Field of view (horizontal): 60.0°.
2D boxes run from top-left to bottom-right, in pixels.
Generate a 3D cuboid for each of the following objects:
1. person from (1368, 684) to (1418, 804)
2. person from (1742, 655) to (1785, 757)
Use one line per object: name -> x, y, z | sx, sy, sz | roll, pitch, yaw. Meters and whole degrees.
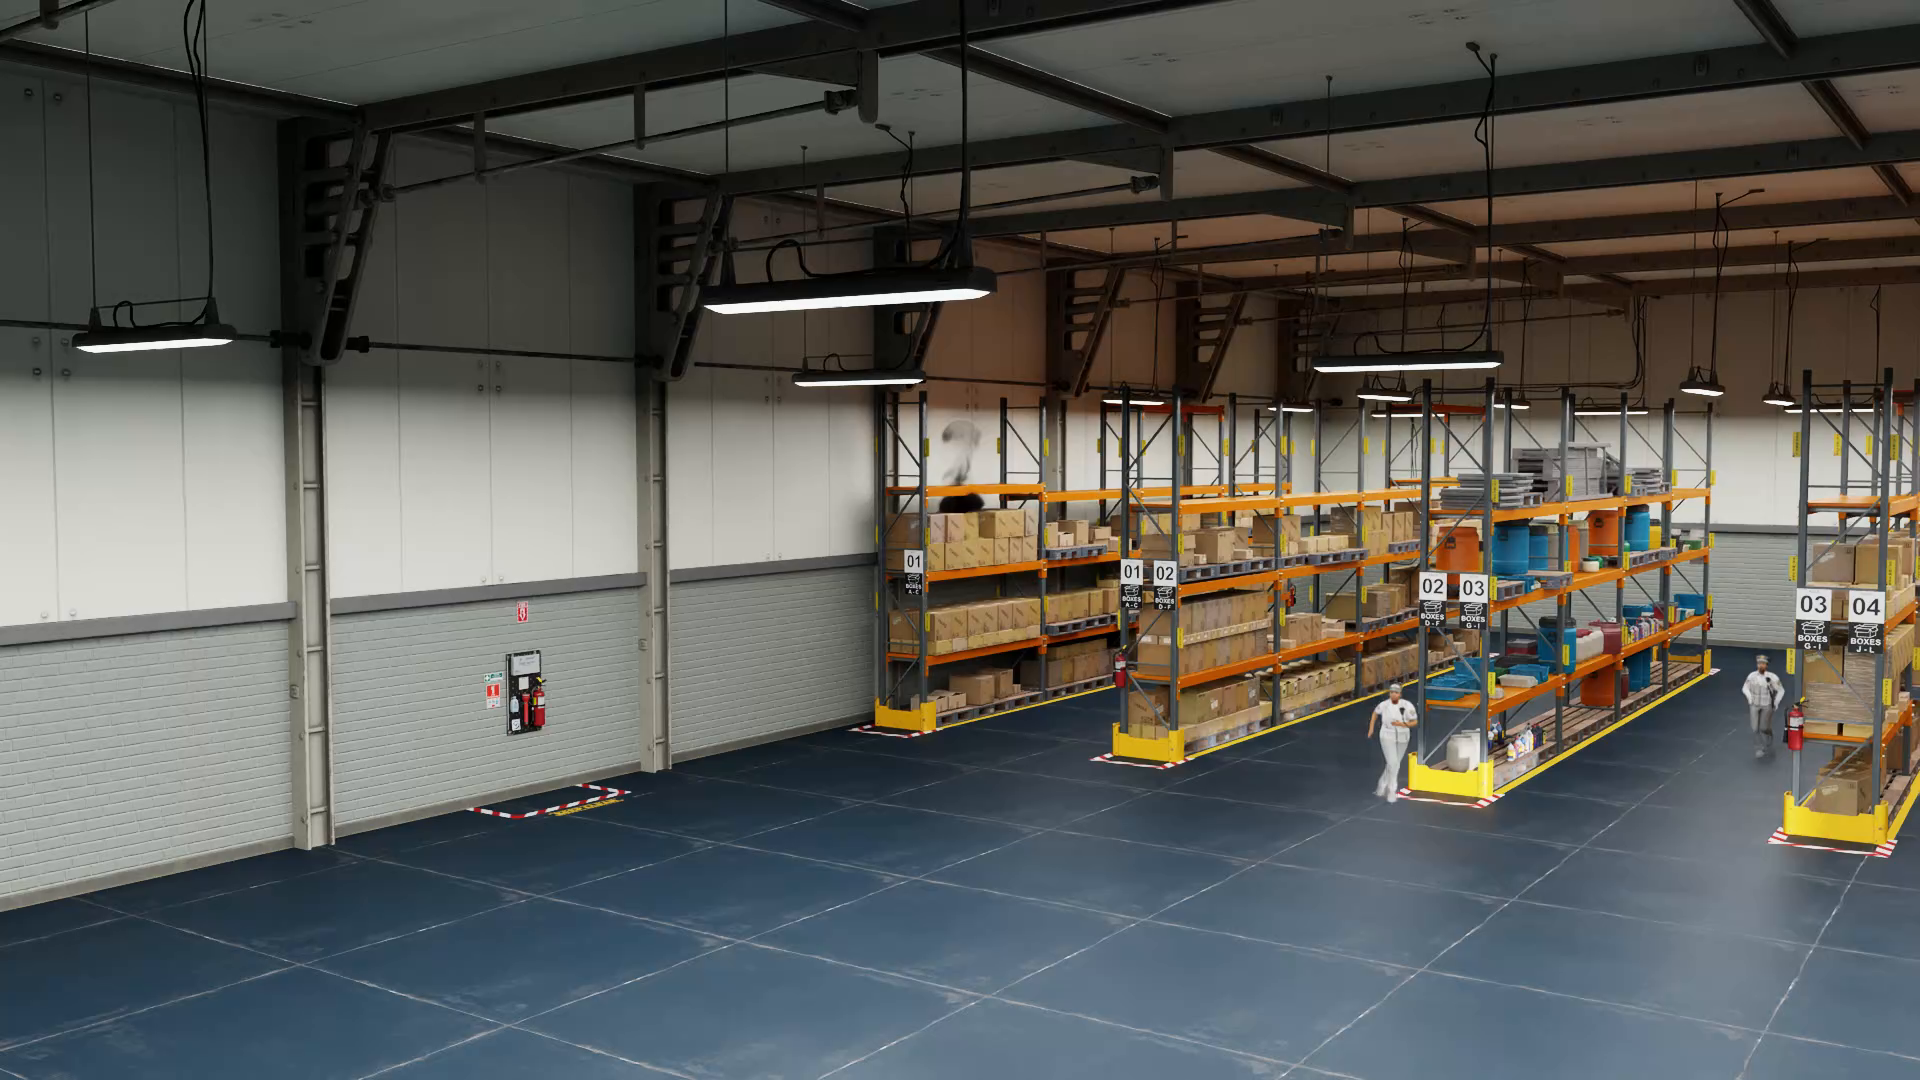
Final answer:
person -> 6.160, 2.873, 23.656 | 0.639, 1.677, 0.659 | 0, 3, 4
person -> 13.028, 2.686, 27.019 | 0.612, 1.659, 0.554 | 2, 4, 38
